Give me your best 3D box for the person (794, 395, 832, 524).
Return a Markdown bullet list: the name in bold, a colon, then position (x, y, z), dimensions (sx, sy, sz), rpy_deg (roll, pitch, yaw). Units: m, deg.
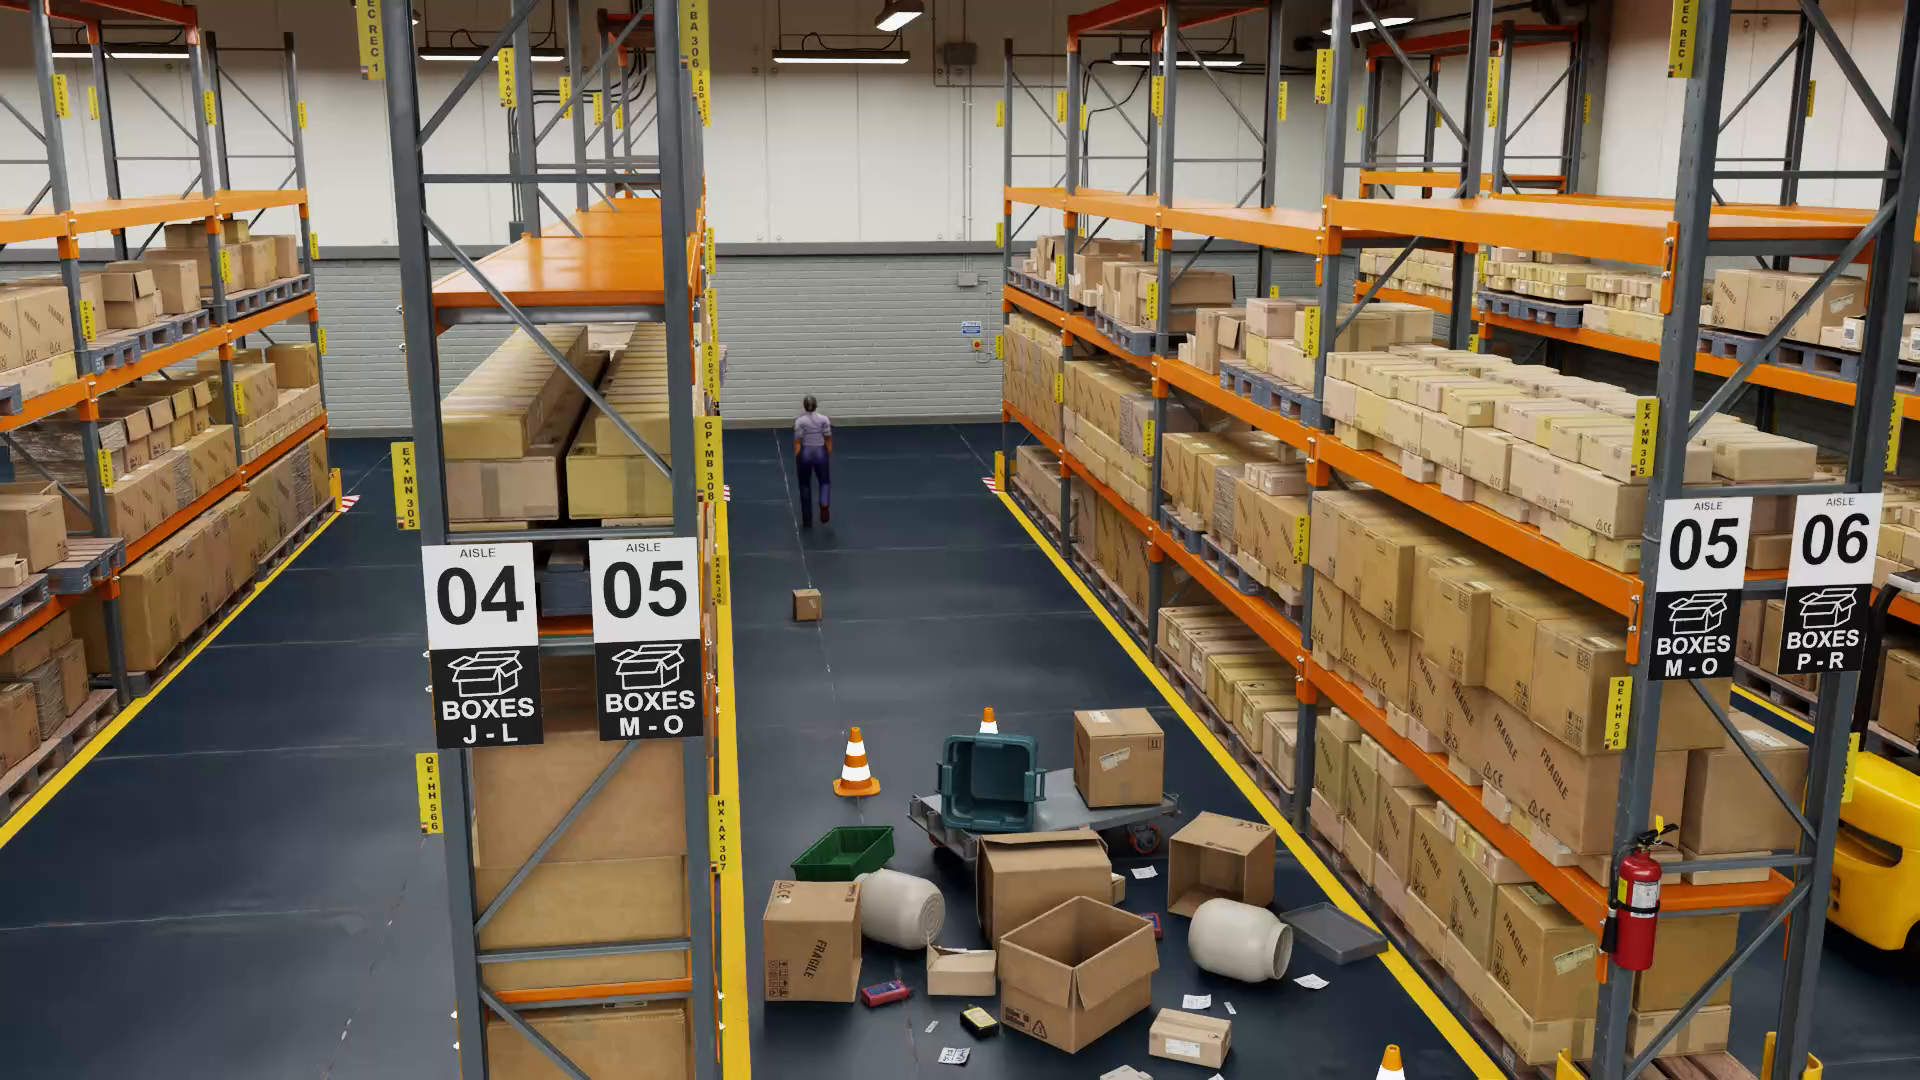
- **person**: position (-1.815, -0.986, 20.613), dimensions (0.473, 1.632, 0.632), rpy_deg (-2, 13, -9)
